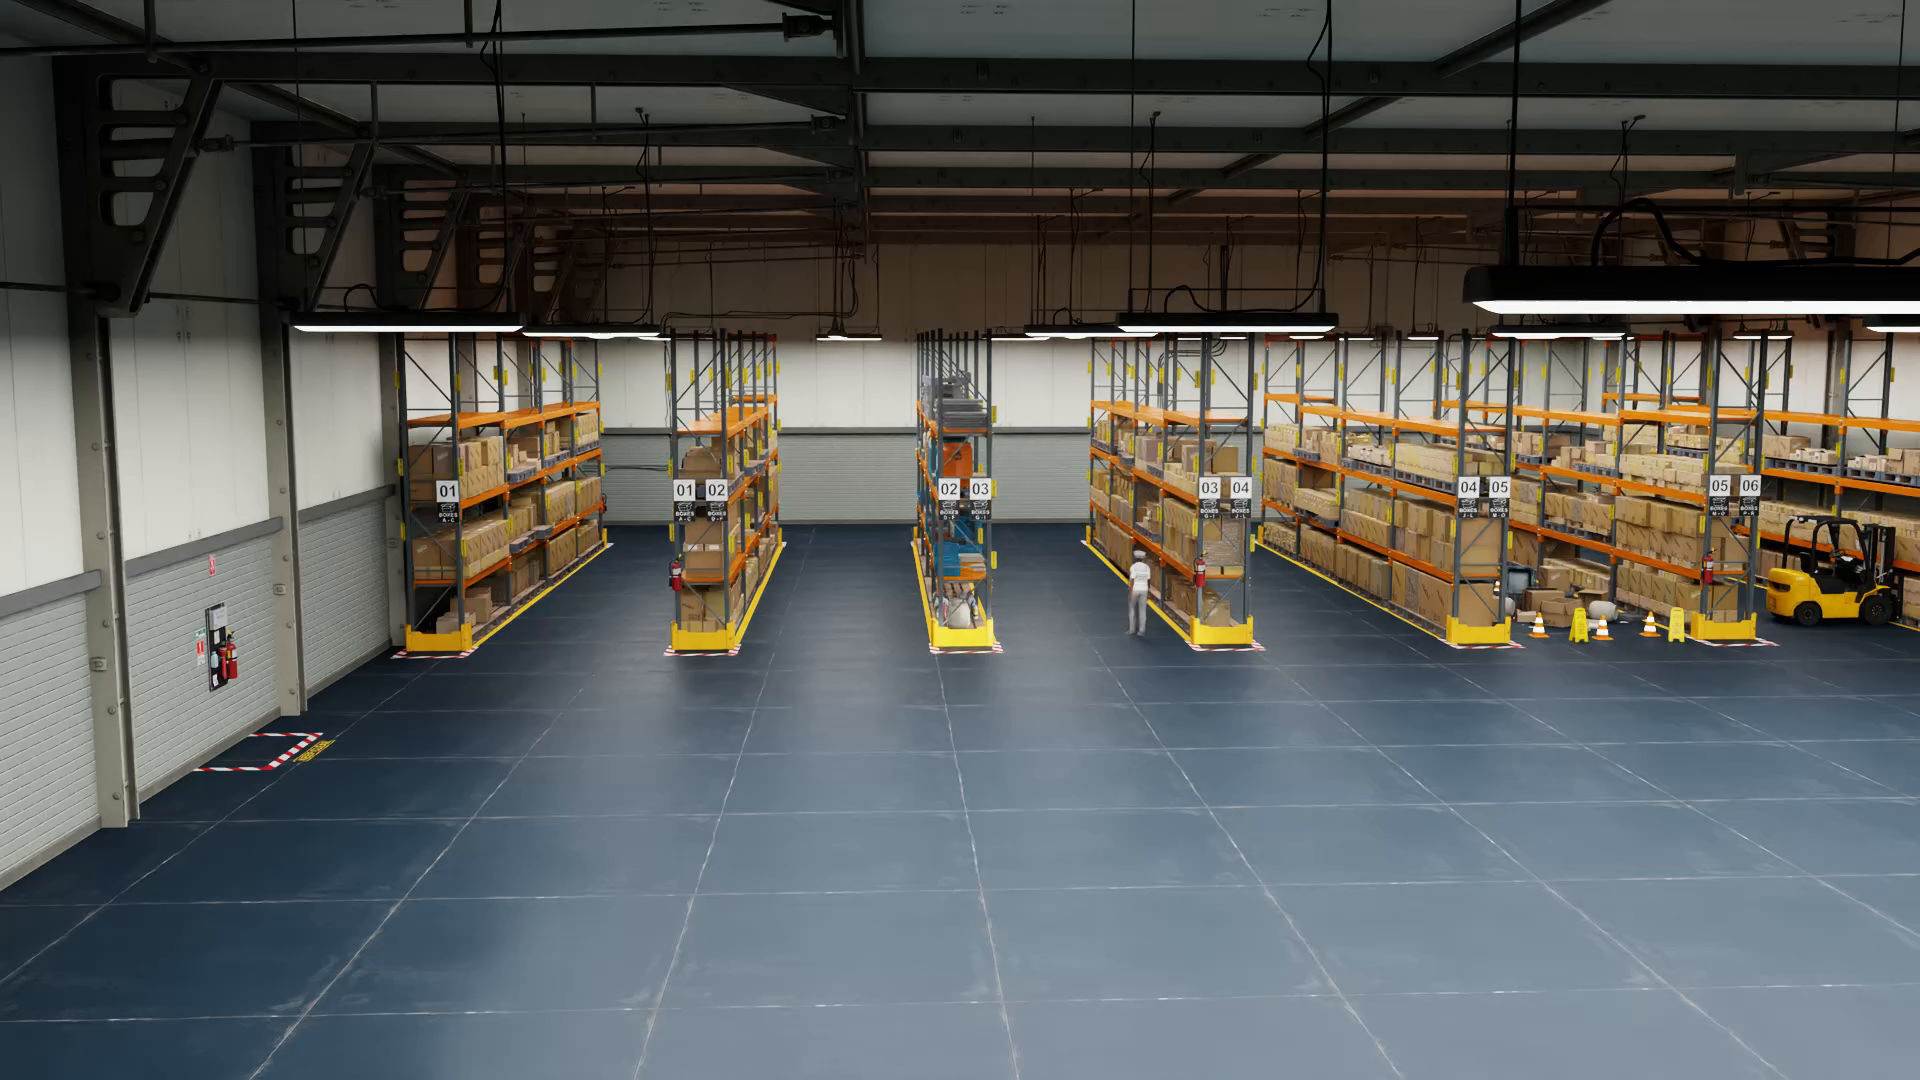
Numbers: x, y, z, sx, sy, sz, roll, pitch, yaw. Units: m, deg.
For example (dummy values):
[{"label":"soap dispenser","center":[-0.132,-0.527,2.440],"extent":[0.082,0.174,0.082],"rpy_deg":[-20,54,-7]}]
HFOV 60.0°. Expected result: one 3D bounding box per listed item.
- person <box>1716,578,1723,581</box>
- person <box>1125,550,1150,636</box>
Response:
[{"label":"person","center":[17.500,0.331,38.536],"extent":[0.514,1.813,0.624],"rpy_deg":[-2,7,-13]},{"label":"person","center":[3.526,1.075,32.687],"extent":[0.462,1.722,0.597],"rpy_deg":[-1,7,-7]}]
